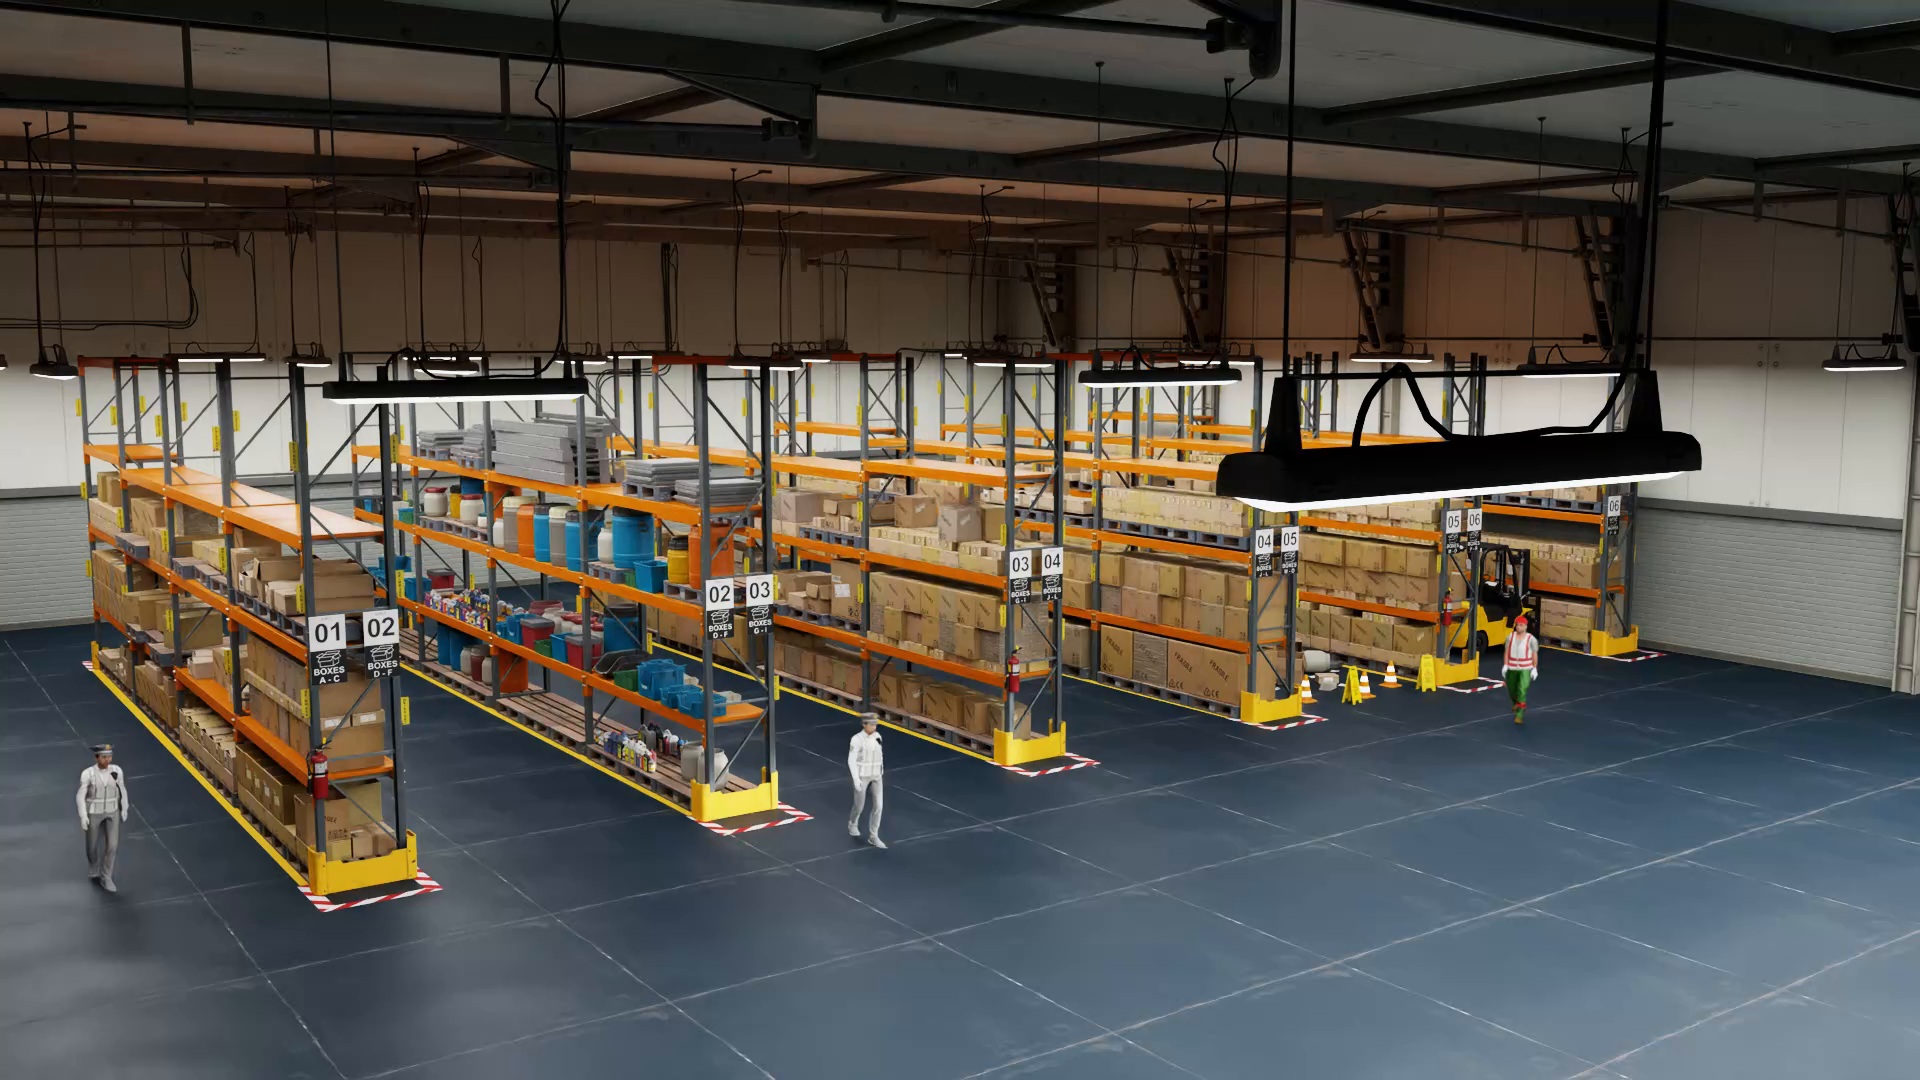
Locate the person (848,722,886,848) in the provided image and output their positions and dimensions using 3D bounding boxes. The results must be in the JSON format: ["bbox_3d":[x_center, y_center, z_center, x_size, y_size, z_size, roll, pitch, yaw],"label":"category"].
[{"bbox_3d":[-1.150,3.006,20.936,0.545,1.656,0.731,-5,9,-36],"label":"person"}]

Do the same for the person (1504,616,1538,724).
[{"bbox_3d":[9.290,2.121,27.547,0.532,1.752,1.012,3,8,26],"label":"person"}]

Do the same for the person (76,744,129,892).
[{"bbox_3d":[-9.947,3.194,19.328,0.569,1.685,0.738,-6,9,-40],"label":"person"}]
